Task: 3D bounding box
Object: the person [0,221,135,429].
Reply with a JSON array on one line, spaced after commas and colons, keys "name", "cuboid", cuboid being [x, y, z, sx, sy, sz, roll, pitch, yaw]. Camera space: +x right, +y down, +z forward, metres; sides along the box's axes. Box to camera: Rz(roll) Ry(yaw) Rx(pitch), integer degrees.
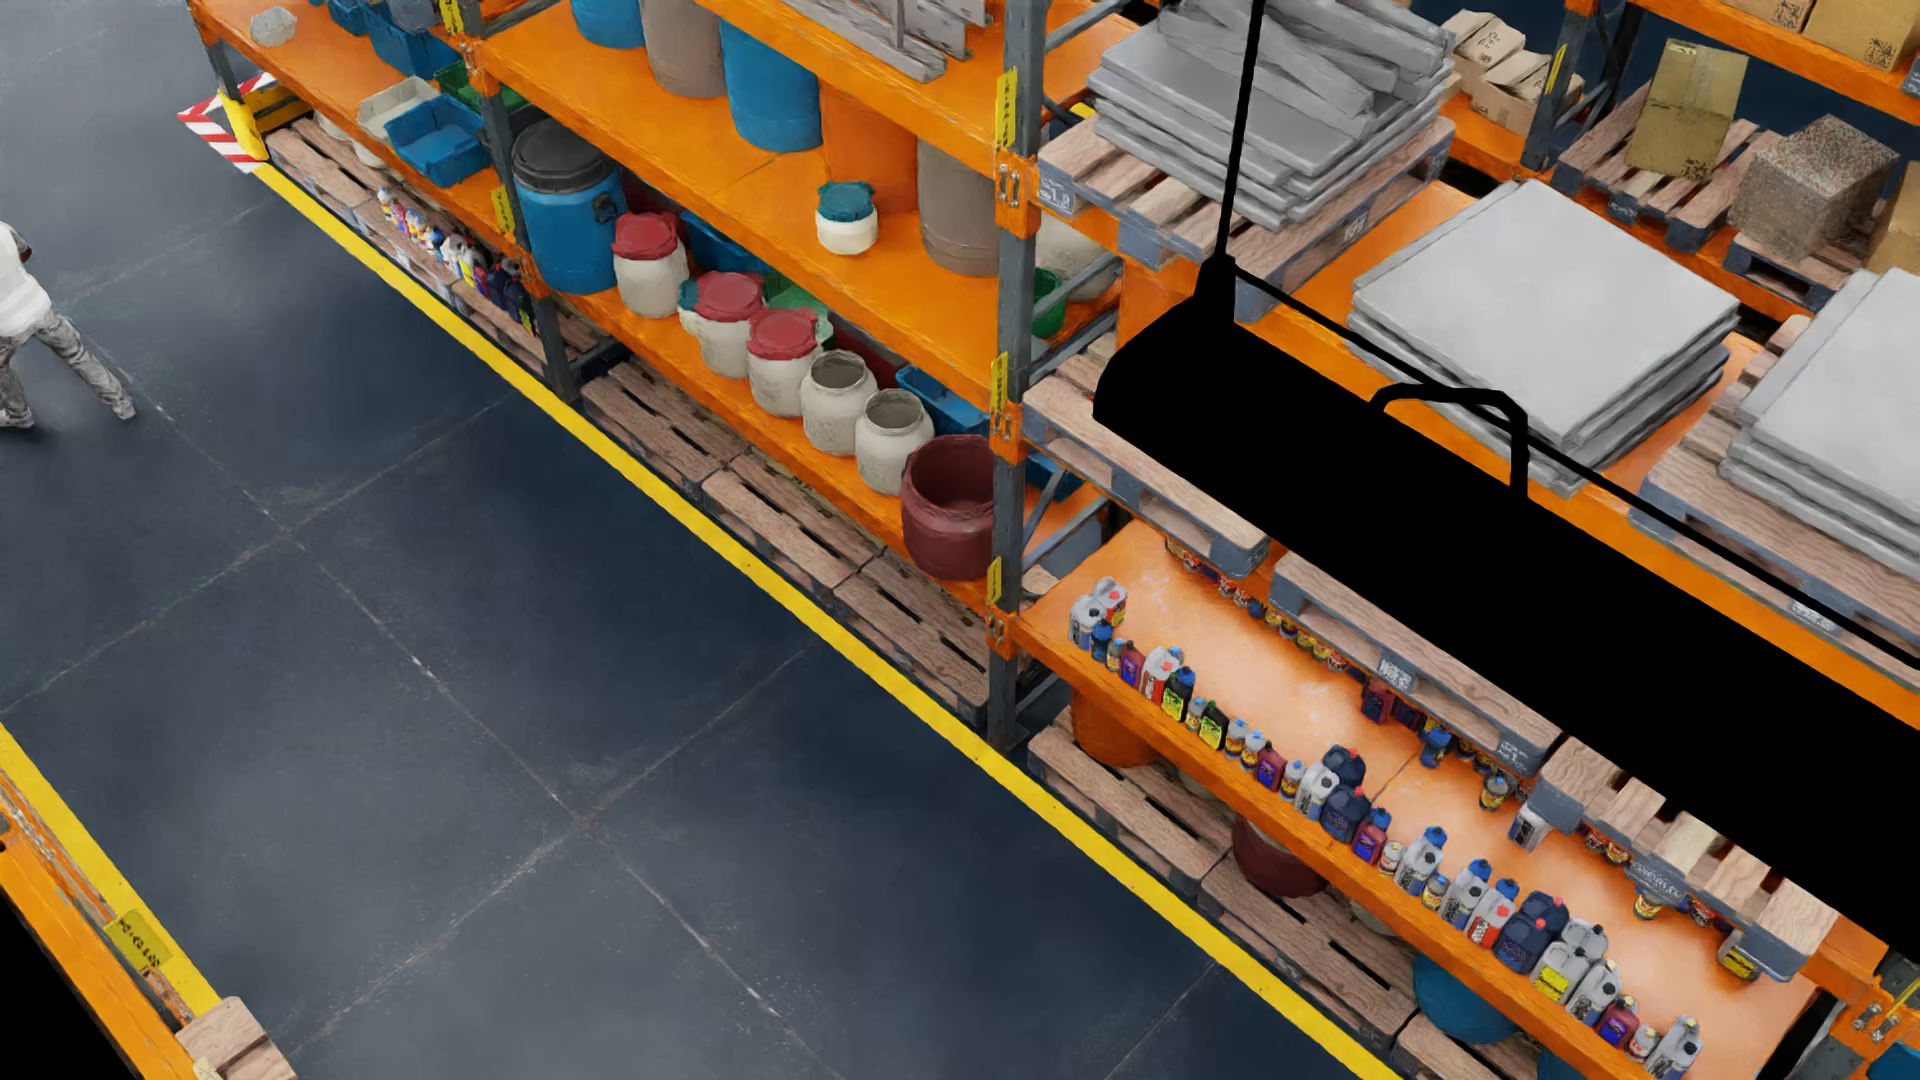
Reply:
[{"name": "person", "cuboid": [-5.939, -1.405, 10.440, 0.846, 1.717, 0.701, 22, 53, 17]}]
